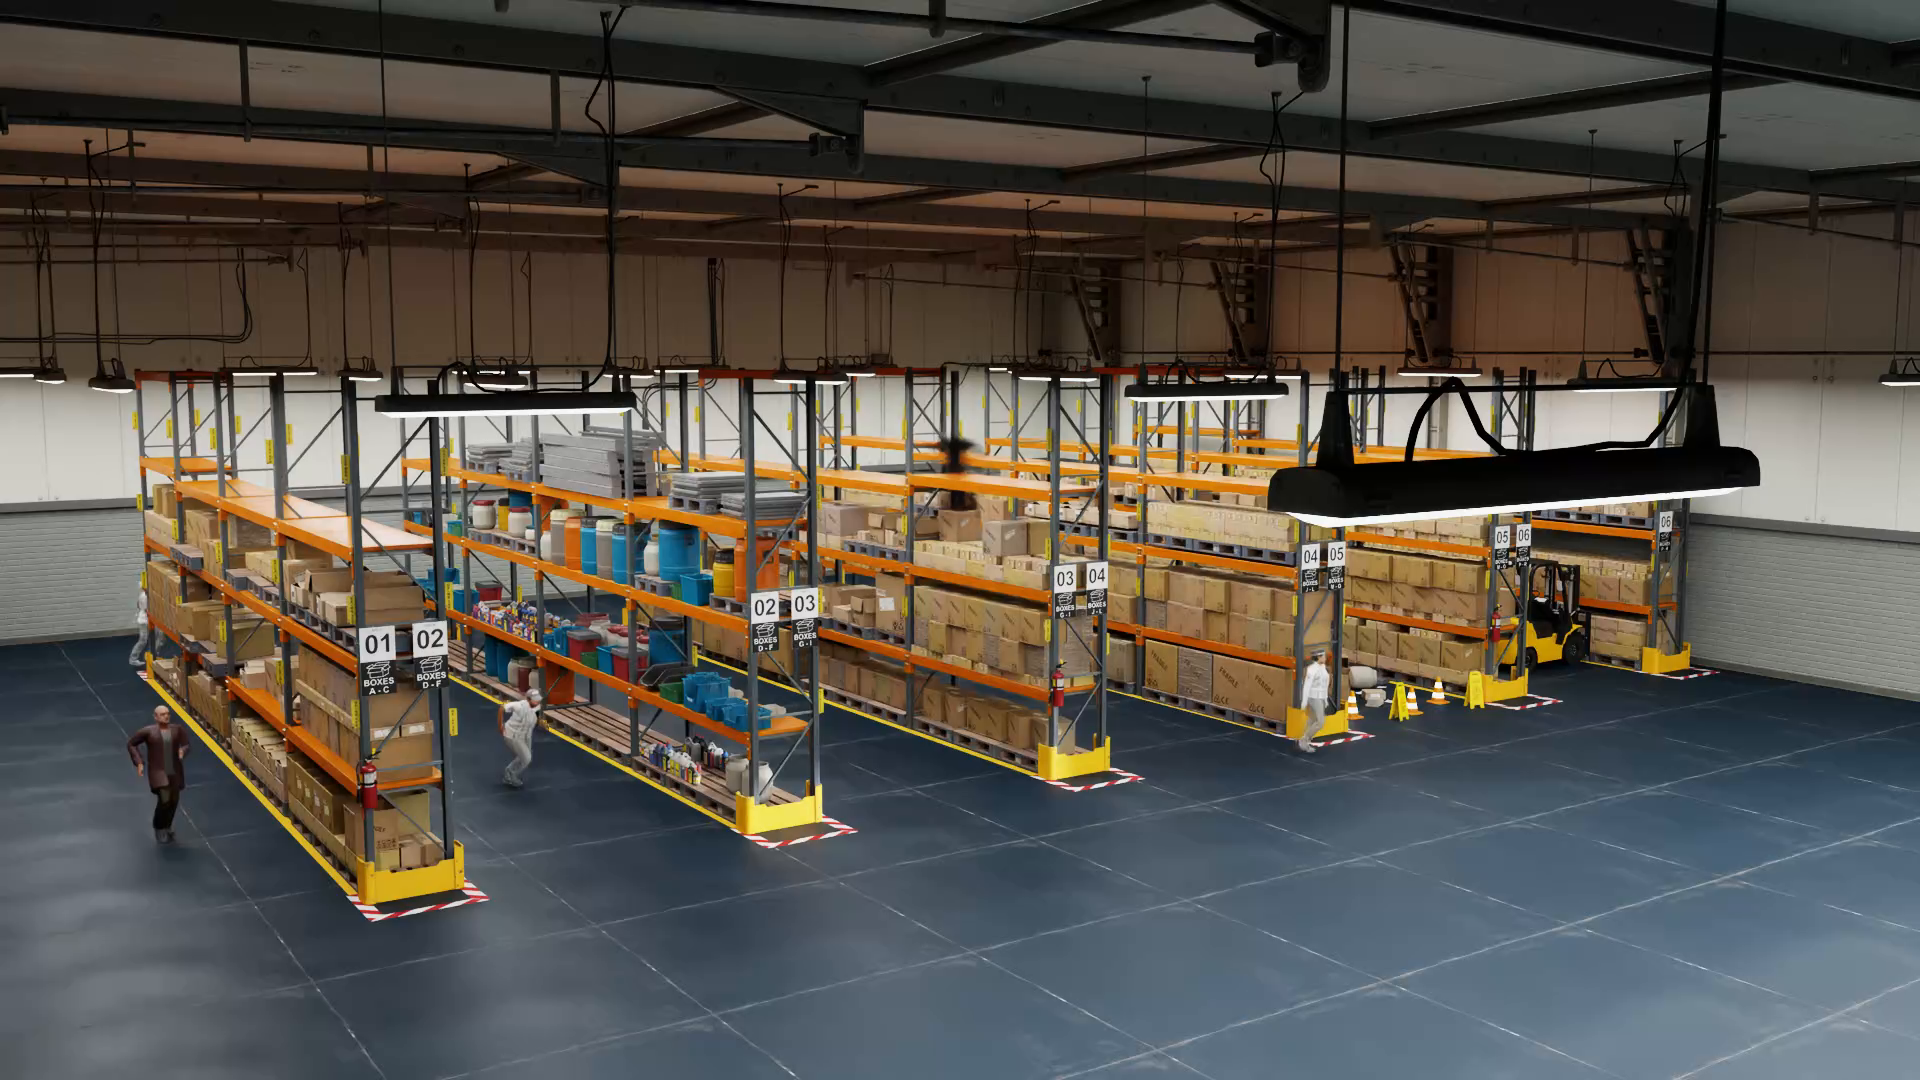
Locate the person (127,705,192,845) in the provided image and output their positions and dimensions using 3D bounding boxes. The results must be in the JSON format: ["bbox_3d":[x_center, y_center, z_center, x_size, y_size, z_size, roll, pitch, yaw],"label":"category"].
[{"bbox_3d":[-10.281,3.076,21.499,0.764,1.703,0.703,6,9,43],"label":"person"}]

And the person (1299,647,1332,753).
[{"bbox_3d":[5.610,2.535,26.304,0.437,1.692,0.595,4,8,31],"label":"person"}]

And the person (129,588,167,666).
[{"bbox_3d":[-16.276,1.683,33.407,0.825,1.814,0.663,-1,7,-13],"label":"person"}]

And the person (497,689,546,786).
[{"bbox_3d":[-6.374,2.873,24.079,0.861,1.500,0.645,4,8,33],"label":"person"}]
